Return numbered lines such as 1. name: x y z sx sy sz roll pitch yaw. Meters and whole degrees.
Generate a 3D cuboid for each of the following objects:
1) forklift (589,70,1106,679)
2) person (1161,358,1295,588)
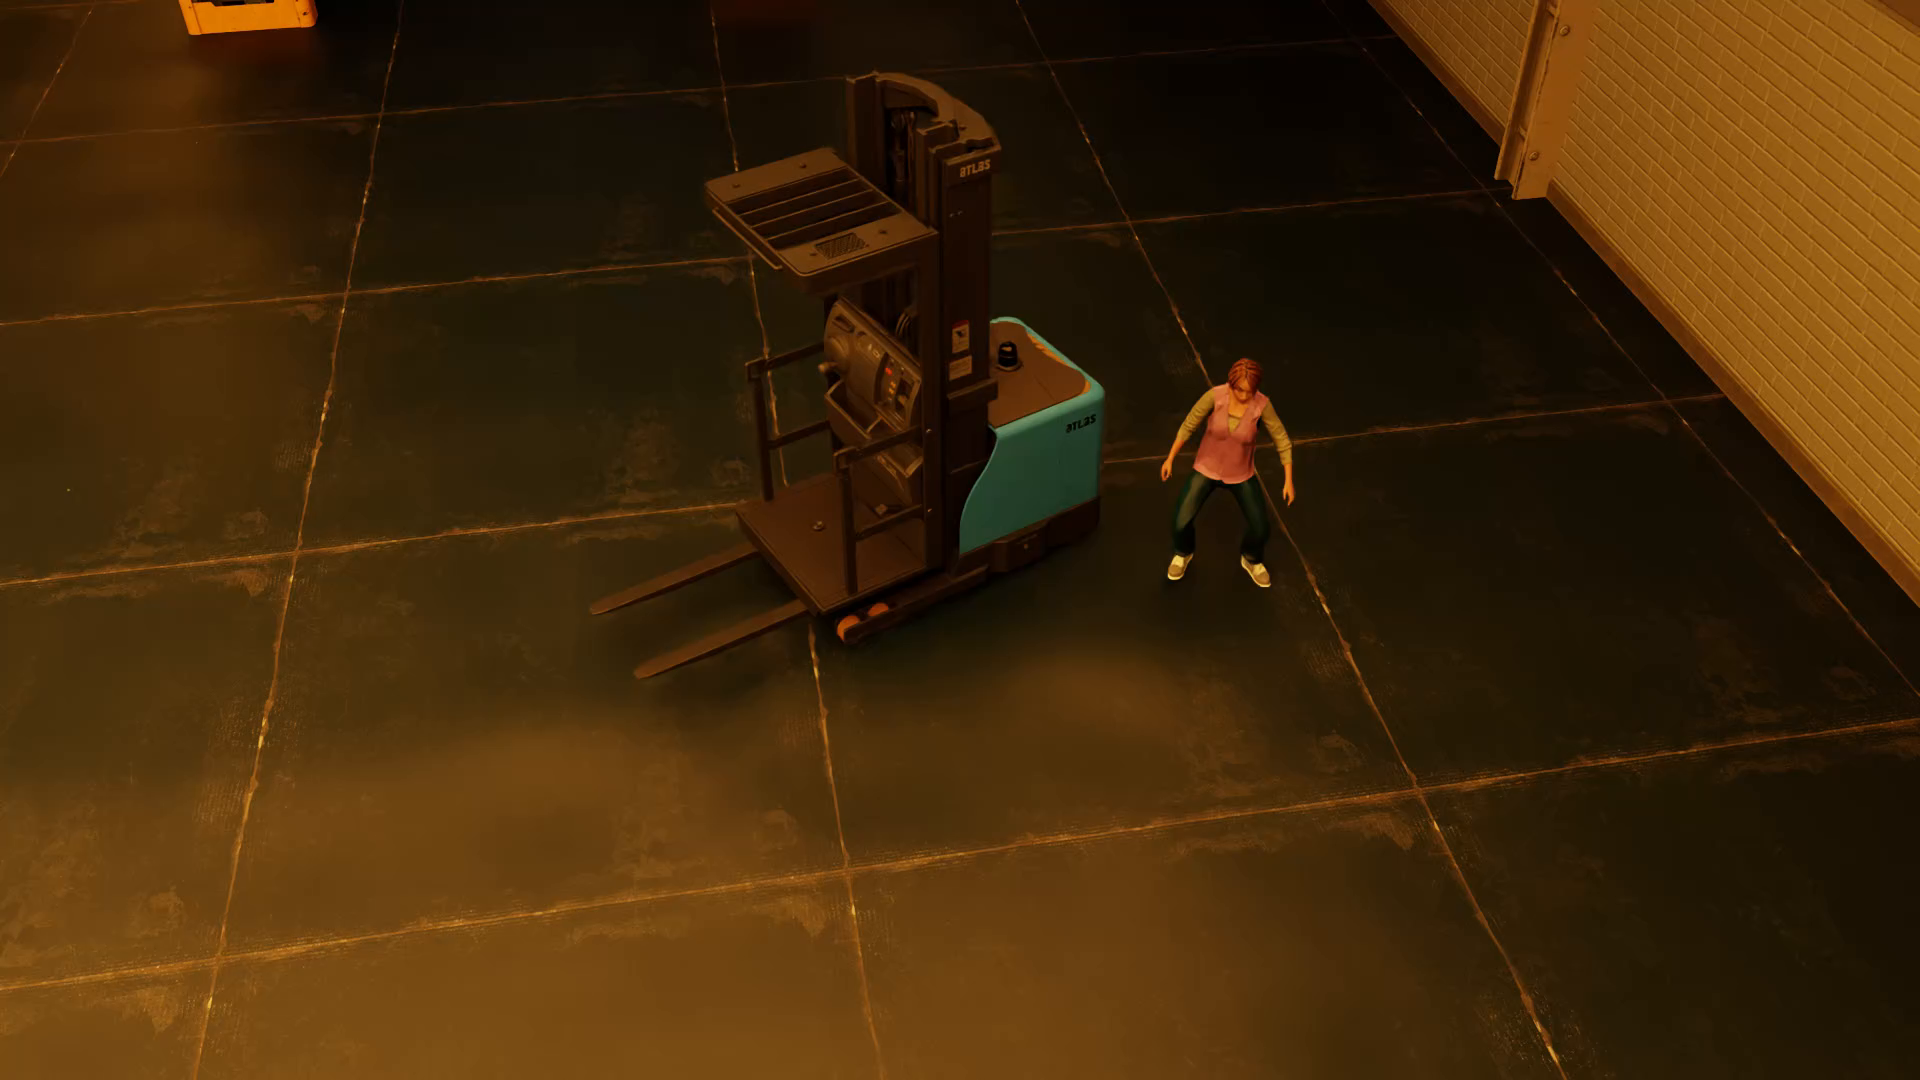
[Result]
1. forklift: -0.655 -0.912 9.030 3.031 2.935 1.130 -23 45 -25
2. person: 1.530 -0.350 9.502 0.767 1.489 0.453 8 41 10
